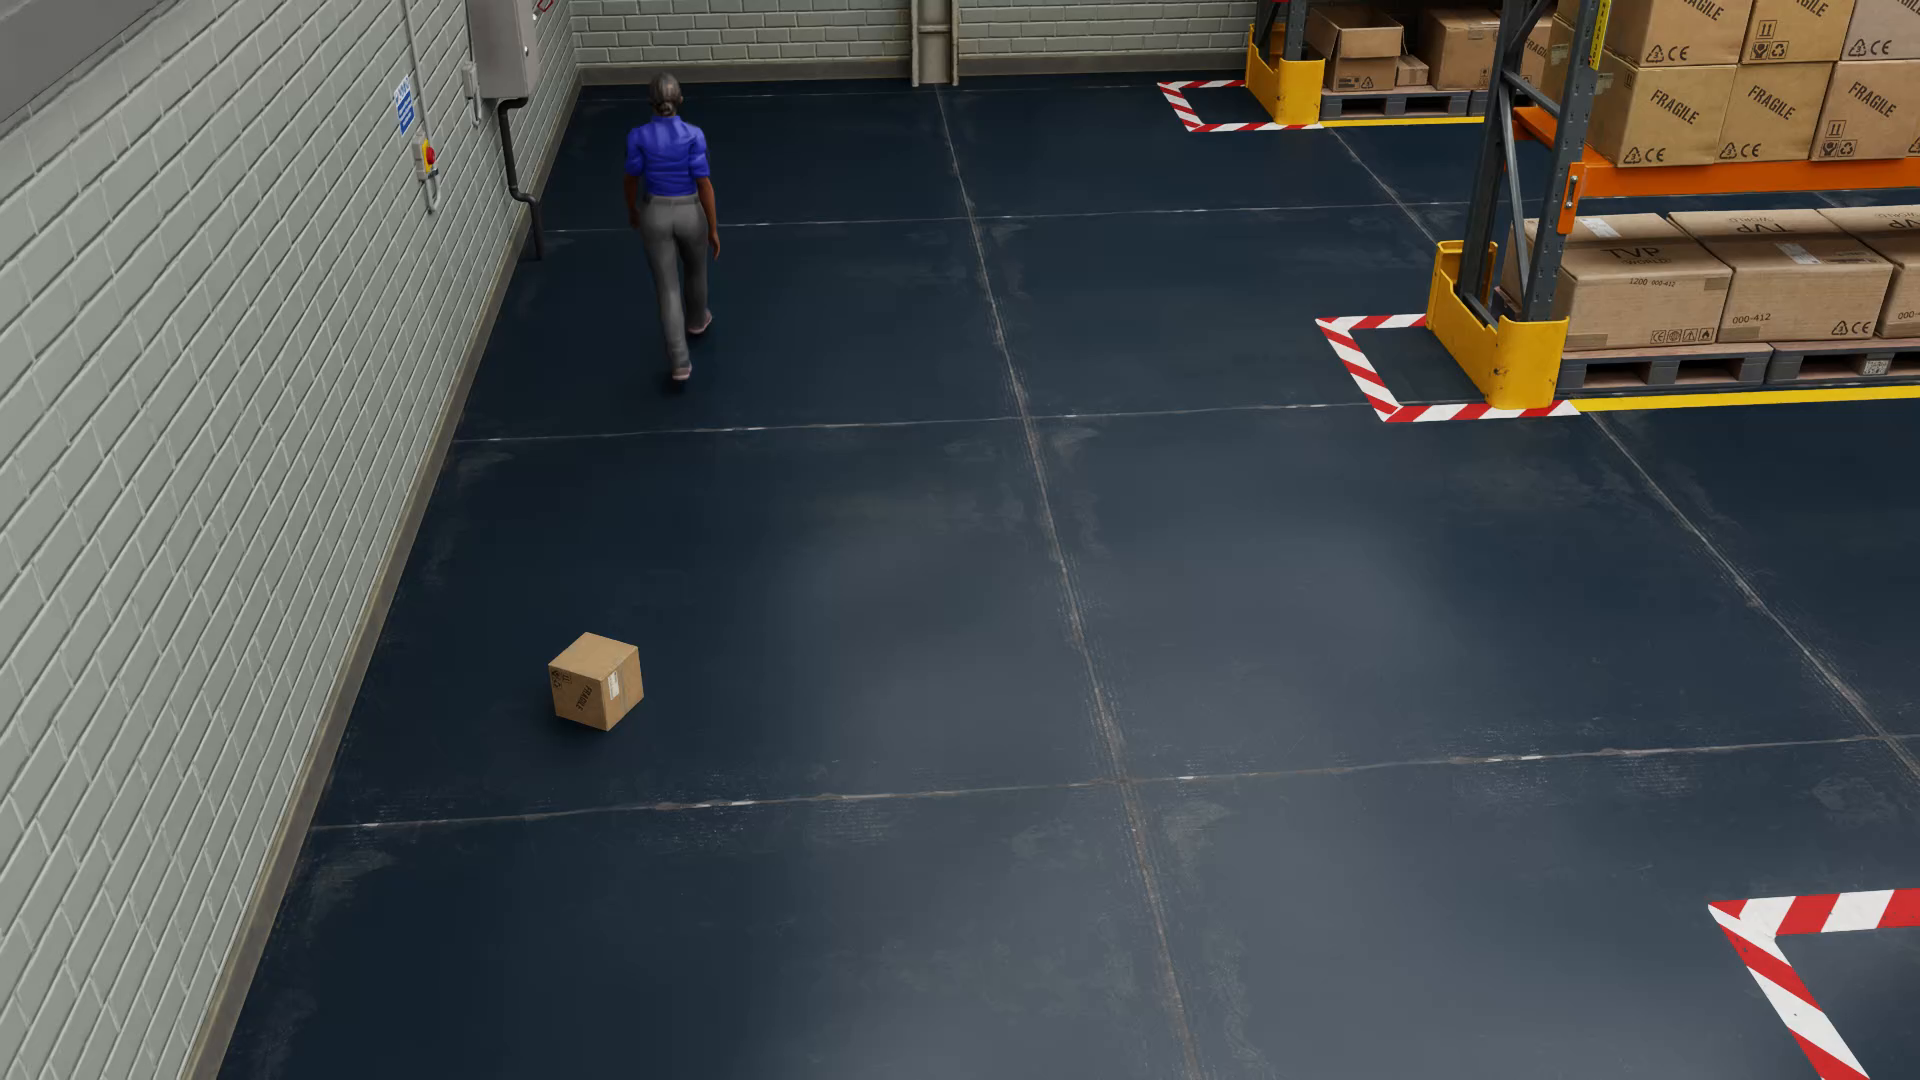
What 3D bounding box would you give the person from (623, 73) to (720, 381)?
[{"bbox_3d":[-1.563,-1.757,9.011,0.477,1.593,0.980,-6,32,-9],"label":"person"}]
